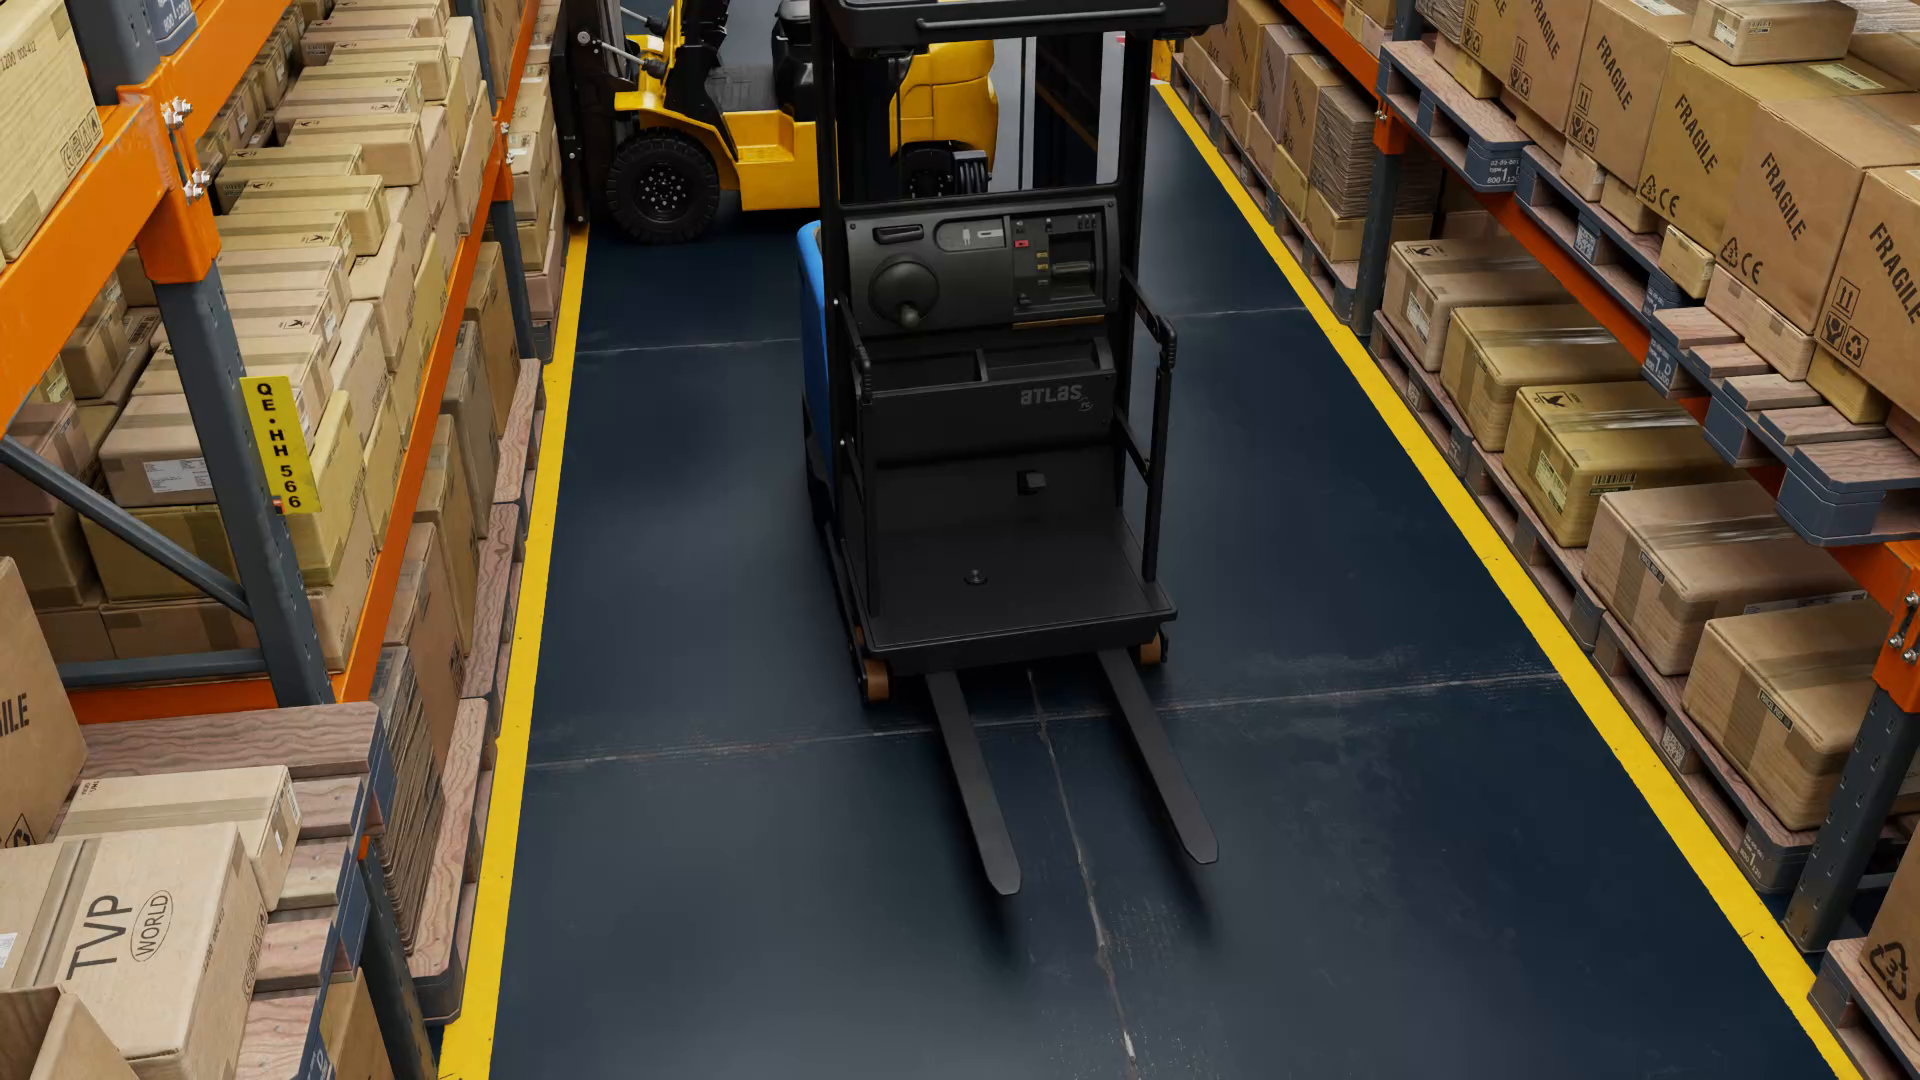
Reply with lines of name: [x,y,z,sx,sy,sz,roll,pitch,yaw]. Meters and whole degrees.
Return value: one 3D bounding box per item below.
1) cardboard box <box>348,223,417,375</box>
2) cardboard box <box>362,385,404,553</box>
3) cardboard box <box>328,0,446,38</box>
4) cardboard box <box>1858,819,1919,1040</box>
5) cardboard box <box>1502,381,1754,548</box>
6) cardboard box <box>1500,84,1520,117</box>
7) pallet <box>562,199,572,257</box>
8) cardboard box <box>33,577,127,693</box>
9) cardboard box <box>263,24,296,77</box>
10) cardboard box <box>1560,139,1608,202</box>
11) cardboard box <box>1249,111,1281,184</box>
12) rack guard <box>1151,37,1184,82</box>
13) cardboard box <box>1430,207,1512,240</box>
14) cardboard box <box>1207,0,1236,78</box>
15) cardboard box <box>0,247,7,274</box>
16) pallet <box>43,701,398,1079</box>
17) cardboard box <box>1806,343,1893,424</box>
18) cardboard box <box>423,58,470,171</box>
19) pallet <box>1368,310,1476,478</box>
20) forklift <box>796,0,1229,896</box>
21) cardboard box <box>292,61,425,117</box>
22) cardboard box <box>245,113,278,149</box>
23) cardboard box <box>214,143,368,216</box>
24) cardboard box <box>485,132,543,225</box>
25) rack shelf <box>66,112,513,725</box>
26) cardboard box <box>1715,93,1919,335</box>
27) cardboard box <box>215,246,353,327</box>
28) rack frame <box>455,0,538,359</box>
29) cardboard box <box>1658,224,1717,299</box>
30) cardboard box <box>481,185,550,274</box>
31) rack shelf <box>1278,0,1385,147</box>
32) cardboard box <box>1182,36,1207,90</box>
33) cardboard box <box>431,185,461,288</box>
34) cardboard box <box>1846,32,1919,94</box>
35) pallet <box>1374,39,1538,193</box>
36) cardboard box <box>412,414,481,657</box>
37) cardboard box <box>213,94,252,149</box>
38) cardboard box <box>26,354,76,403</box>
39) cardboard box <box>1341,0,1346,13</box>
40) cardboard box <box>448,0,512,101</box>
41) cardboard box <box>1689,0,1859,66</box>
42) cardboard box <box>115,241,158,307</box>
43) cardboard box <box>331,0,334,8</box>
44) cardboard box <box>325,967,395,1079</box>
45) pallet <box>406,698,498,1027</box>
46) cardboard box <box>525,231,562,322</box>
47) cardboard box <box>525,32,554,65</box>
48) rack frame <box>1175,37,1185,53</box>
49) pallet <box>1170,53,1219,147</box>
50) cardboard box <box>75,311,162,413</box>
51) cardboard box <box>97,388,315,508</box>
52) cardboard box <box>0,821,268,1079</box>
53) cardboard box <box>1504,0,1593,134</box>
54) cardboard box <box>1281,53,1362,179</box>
cardboard box: [-1.866,-0.683,4.777,0.500,0.250,0.500,-5,35,-8]
cardboard box: [-1.810,-0.184,4.490,0.500,0.250,0.500,-5,35,-7]
cardboard box: [-2.149,-1.924,6.245,0.380,0.149,0.250,-5,35,-7]
cardboard box: [2.999,1.019,4.105,0.875,0.875,0.875,-5,35,-7]
cardboard box: [2.719,-0.315,6.510,0.950,0.372,0.625,-3,34,-5]
cardboard box: [2.351,-1.754,6.510,0.380,0.149,0.250,-2,34,-3]
pallet: [-2.700,-1.908,9.362,1.003,0.211,1.213,-4,35,-6]
cardboard box: [-2.244,0.132,4.026,0.500,0.250,0.500,-5,35,-7]
cardboard box: [-2.616,-1.735,5.967,0.380,0.149,0.250,-4,35,-7]
cardboard box: [2.359,-1.317,5.869,0.380,0.149,0.250,-3,34,-5]
cardboard box: [1.959,-2.236,9.437,0.500,0.250,0.500,-4,34,-6]
rack guard: [1.923,-3.466,11.392,1.175,0.500,0.348,-4,35,-6]
cardboard box: [2.639,-1.696,8.644,0.500,0.250,0.500,-6,35,-9]
cardboard box: [1.825,-3.113,10.057,0.500,0.500,0.500,-6,35,-8]
cardboard box: [-1.552,-0.328,2.037,0.500,0.250,0.500,-4,35,-6]
pallet: [-1.769,0.753,3.151,1.213,0.211,1.003,-4,35,-6]
cardboard box: [2.603,-0.456,4.606,0.380,0.149,0.250,-4,34,-6]
cardboard box: [-2.072,-1.535,6.027,0.500,0.250,0.500,-5,35,-8]
pallet: [2.557,-0.722,7.623,1.003,0.211,1.213,-4,35,-6]
forklift: [0.130,-0.866,5.418,1.130,2.935,3.031,-7,35,-10]
cardboard box: [-2.028,-1.496,5.617,0.380,0.149,0.250,-5,35,-8]
cardboard box: [-2.538,-1.205,5.543,0.500,0.250,0.500,-5,35,-8]
cardboard box: [-1.995,-1.066,4.985,0.380,0.149,0.250,-4,35,-6]
cardboard box: [-2.222,-1.675,7.725,0.500,0.250,0.500,-5,35,-7]
rack shelf: [-2.199,-0.518,5.485,1.077,0.370,4.000,-4,35,-6]
cardboard box: [2.571,-0.935,4.733,0.500,0.500,0.500,-5,35,-7]
cardboard box: [-1.825,-0.644,4.366,0.380,0.149,0.250,-4,34,-6]
rack frame: [-2.468,-1.931,6.920,1.000,3.000,0.127,-4,35,-6]
cardboard box: [2.448,-0.887,5.238,0.380,0.149,0.250,-4,34,-6]
cardboard box: [-2.227,-1.468,7.866,0.500,0.250,0.500,-5,35,-7]
rack shelf: [2.182,-3.128,9.315,1.077,0.370,4.000,-4,35,-6]
cardboard box: [1.747,-3.107,10.715,0.500,0.250,0.500,-5,35,-7]
cardboard box: [-2.031,-1.048,5.758,0.500,0.250,0.500,-4,34,-6]
cardboard box: [3.002,-1.269,5.223,0.500,0.500,0.500,-4,34,-6]
pallet: [2.409,-1.792,6.887,1.003,0.211,1.213,-4,35,-6]
cardboard box: [-2.186,0.020,5.793,0.875,0.625,0.625,-6,35,-8]
cardboard box: [-2.514,-1.313,5.348,0.380,0.149,0.250,-5,35,-7]
cardboard box: [-2.320,-0.312,3.880,0.380,0.149,0.250,-4,34,-5]
cardboard box: [2.107,-2.652,8.201,0.380,0.149,0.250,-4,34,-6]
cardboard box: [-2.269,-2.240,7.284,0.500,0.500,0.500,-5,35,-8]
cardboard box: [2.489,-1.574,5.095,0.380,0.149,0.250,-6,35,-9]
cardboard box: [-2.354,-0.745,4.514,0.380,0.149,0.250,-5,35,-7]
cardboard box: [-2.796,-2.203,7.230,0.500,0.500,0.500,-5,35,-7]
cardboard box: [-1.660,1.380,3.908,0.500,0.500,0.500,-3,34,-5]
pallet: [-2.002,0.991,5.108,1.003,0.211,1.213,-4,35,-6]
cardboard box: [-2.205,-1.263,8.009,0.500,0.250,0.500,-4,34,-6]
cardboard box: [-2.422,-2.532,8.982,0.500,0.250,0.500,-5,35,-7]
rack frame: [1.913,-4.541,10.750,1.000,3.000,0.127,-4,35,-6]
pallet: [1.997,-2.890,10.804,1.003,0.211,1.213,-4,35,-6]
cardboard box: [-2.336,-0.358,4.302,0.500,0.250,0.500,-4,34,-6]
cardboard box: [-1.681,-0.208,3.728,0.380,0.149,0.250,-3,34,-5]
cardboard box: [-1.467,0.754,2.741,0.500,0.250,0.500,-6,35,-9]
cardboard box: [2.350,-1.807,6.012,0.500,0.500,0.500,-5,35,-7]
cardboard box: [2.035,-2.250,8.791,0.500,0.500,0.500,-4,34,-6]
